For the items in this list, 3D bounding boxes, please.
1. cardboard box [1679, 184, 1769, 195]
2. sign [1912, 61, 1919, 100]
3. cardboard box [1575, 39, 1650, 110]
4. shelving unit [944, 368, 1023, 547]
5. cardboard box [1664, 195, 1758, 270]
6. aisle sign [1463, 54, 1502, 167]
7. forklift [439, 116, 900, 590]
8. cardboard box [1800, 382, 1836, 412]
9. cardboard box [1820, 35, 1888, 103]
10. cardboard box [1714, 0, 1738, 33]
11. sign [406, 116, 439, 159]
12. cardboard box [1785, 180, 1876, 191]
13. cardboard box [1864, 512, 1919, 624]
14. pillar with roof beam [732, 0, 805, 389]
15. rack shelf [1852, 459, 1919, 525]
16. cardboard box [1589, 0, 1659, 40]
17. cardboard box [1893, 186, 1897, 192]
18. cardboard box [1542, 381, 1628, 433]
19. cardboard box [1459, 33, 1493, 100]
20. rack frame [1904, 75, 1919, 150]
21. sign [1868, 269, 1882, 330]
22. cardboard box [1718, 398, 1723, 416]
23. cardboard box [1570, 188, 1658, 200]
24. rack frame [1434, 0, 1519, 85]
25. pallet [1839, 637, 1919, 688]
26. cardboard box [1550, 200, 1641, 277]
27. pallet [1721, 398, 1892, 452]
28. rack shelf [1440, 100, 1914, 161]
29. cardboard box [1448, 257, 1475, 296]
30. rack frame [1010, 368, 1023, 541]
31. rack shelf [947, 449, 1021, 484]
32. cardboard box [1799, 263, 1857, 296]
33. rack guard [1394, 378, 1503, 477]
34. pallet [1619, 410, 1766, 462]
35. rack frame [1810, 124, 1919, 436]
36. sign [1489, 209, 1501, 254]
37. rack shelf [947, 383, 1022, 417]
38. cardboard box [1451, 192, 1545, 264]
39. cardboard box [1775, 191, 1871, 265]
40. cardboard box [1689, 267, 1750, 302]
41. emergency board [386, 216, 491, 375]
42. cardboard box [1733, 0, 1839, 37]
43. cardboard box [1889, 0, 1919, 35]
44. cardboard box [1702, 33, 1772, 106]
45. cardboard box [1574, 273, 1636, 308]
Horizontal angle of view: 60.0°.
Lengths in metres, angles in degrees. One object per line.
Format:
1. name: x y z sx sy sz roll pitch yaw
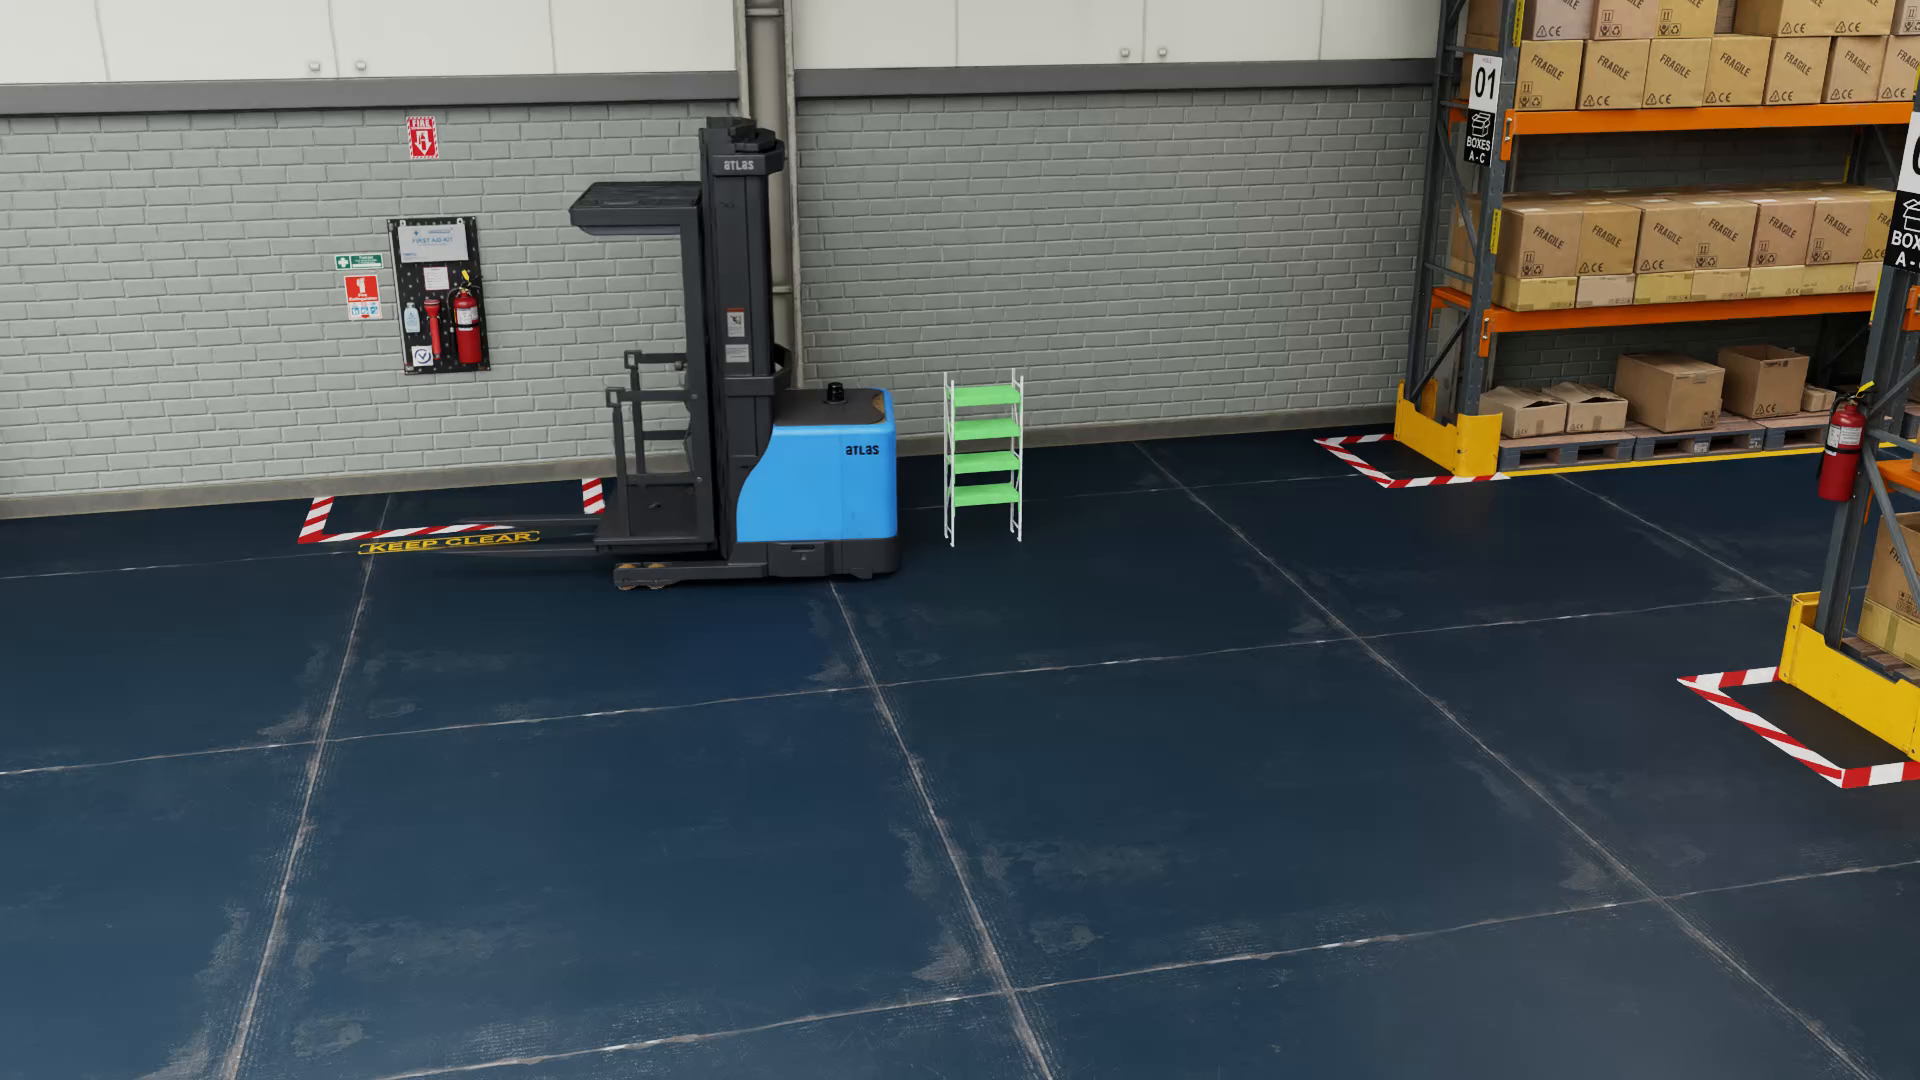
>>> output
1. cardboard box: 6.310 -2.666 13.830 0.500 0.500 0.500 -4 21 -11
2. sign: 4.945 -2.415 8.513 0.005 0.325 0.100 -5 21 -12
3. cardboard box: 4.827 -3.541 12.585 0.500 0.500 0.500 -3 20 -9
4. shelving unit: 0.161 -0.576 11.644 0.503 1.200 0.258 -5 21 -12
5. cardboard box: 5.934 -2.451 13.242 0.500 0.500 0.500 -4 20 -11
6. aisle sign: 3.912 -3.217 12.457 0.004 0.787 0.394 -5 21 -12
7. forklift: -1.945 -1.237 10.929 3.031 2.935 1.130 -1 20 -4
8. cardboard box: 7.292 -1.243 14.327 0.250 0.166 0.380 -7 21 -20
9. cardboard box: 6.876 -3.726 13.089 0.500 0.500 0.500 -6 21 -17
10. cardboard box: 5.777 -4.275 13.134 0.500 0.500 0.500 -5 21 -13
11. sign: -3.888 -2.911 12.031 0.199 0.298 0.001 -5 21 -12
12. cardboard box: 7.300 -2.743 14.041 0.500 0.500 0.500 -5 21 -14
13. cardboard box: 5.510 0.155 9.328 0.500 0.500 0.500 -5 21 -12
14. pillar with roof beam: -0.453 -3.349 7.874 0.400 9.000 9.100 -5 21 -12
15. rack shelf: 7.003 -0.265 9.224 4.000 0.370 1.077 -5 21 -12
16. cardboard box: 4.843 -4.009 12.409 0.500 0.500 0.500 -5 21 -13
17. cardboard box: 8.309 -2.702 14.044 0.500 0.500 0.700 -5 21 -12
18. cardboard box: 5.162 -1.117 13.771 0.500 0.311 0.500 -3 20 -8
19. cardboard box: 4.261 -3.685 12.979 0.500 0.500 0.500 -3 20 -9
20. rack frame: 5.056 -3.262 7.636 0.127 3.000 1.000 -5 21 -12
21. sign: 4.945 -1.283 8.927 0.005 0.325 0.100 -5 21 -12
22. cardboard box: 6.244 -1.167 14.146 0.250 0.149 0.380 -6 21 -17
23. cardboard box: 5.317 -2.581 13.599 0.500 0.500 0.500 -5 21 -14
24. rack frame: 3.913 -4.920 12.162 0.127 3.000 1.000 -5 21 -12
25. pallet: 5.791 0.790 9.352 1.213 0.211 1.003 -5 21 -12
26. cardboard box: 4.930 -2.367 13.014 0.500 0.500 0.500 -5 21 -12
27. pallet: 7.160 -1.045 14.361 1.213 0.211 1.003 -5 21 -12
28. rack shelf: 5.859 -3.332 13.234 4.000 0.370 1.077 -5 21 -12
29. cardboard box: 4.323 -2.144 13.495 0.500 0.250 0.500 -4 21 -12
30. rack frame: 0.399 -0.596 11.697 0.015 1.200 0.240 -5 21 -12
31. rack shelf: 0.161 -0.516 11.666 0.480 0.148 0.258 -5 21 -12
32. cardboard box: 6.928 -2.183 13.601 0.500 0.250 0.500 -5 21 -12
33. rack guard: 3.987 -0.935 13.641 0.348 0.500 1.175 -5 21 -12
34. pallet: 5.971 -0.947 14.094 1.213 0.211 1.003 -5 21 -12
35. rack frame: 7.806 -2.419 14.058 0.127 3.000 1.000 -5 21 -12
36. sign: 4.038 -2.328 12.550 0.005 0.325 0.100 -5 21 -12
37. rack shelf: 0.161 -0.967 11.501 0.480 0.148 0.258 -5 21 -12
38. cardboard box: 4.323 -2.502 13.384 0.500 0.500 0.500 -5 21 -13
39. cardboard box: 6.932 -2.528 13.454 0.500 0.500 0.500 -5 21 -13
40. cardboard box: 5.952 -2.098 13.369 0.500 0.250 0.500 -4 21 -12
41. emergency board: -3.858 -1.790 12.340 0.643 1.169 0.194 -5 21 -12
42. cardboard box: 6.344 -4.132 12.743 0.500 0.500 0.500 -5 21 -14
43. cardboard box: 7.380 -4.223 12.994 0.500 0.500 0.500 -6 21 -17
44. cardboard box: 5.848 -3.633 12.836 0.500 0.500 0.500 -3 20 -9
45. cardboard box: 4.963 -2.020 13.157 0.500 0.250 0.500 -5 21 -14
